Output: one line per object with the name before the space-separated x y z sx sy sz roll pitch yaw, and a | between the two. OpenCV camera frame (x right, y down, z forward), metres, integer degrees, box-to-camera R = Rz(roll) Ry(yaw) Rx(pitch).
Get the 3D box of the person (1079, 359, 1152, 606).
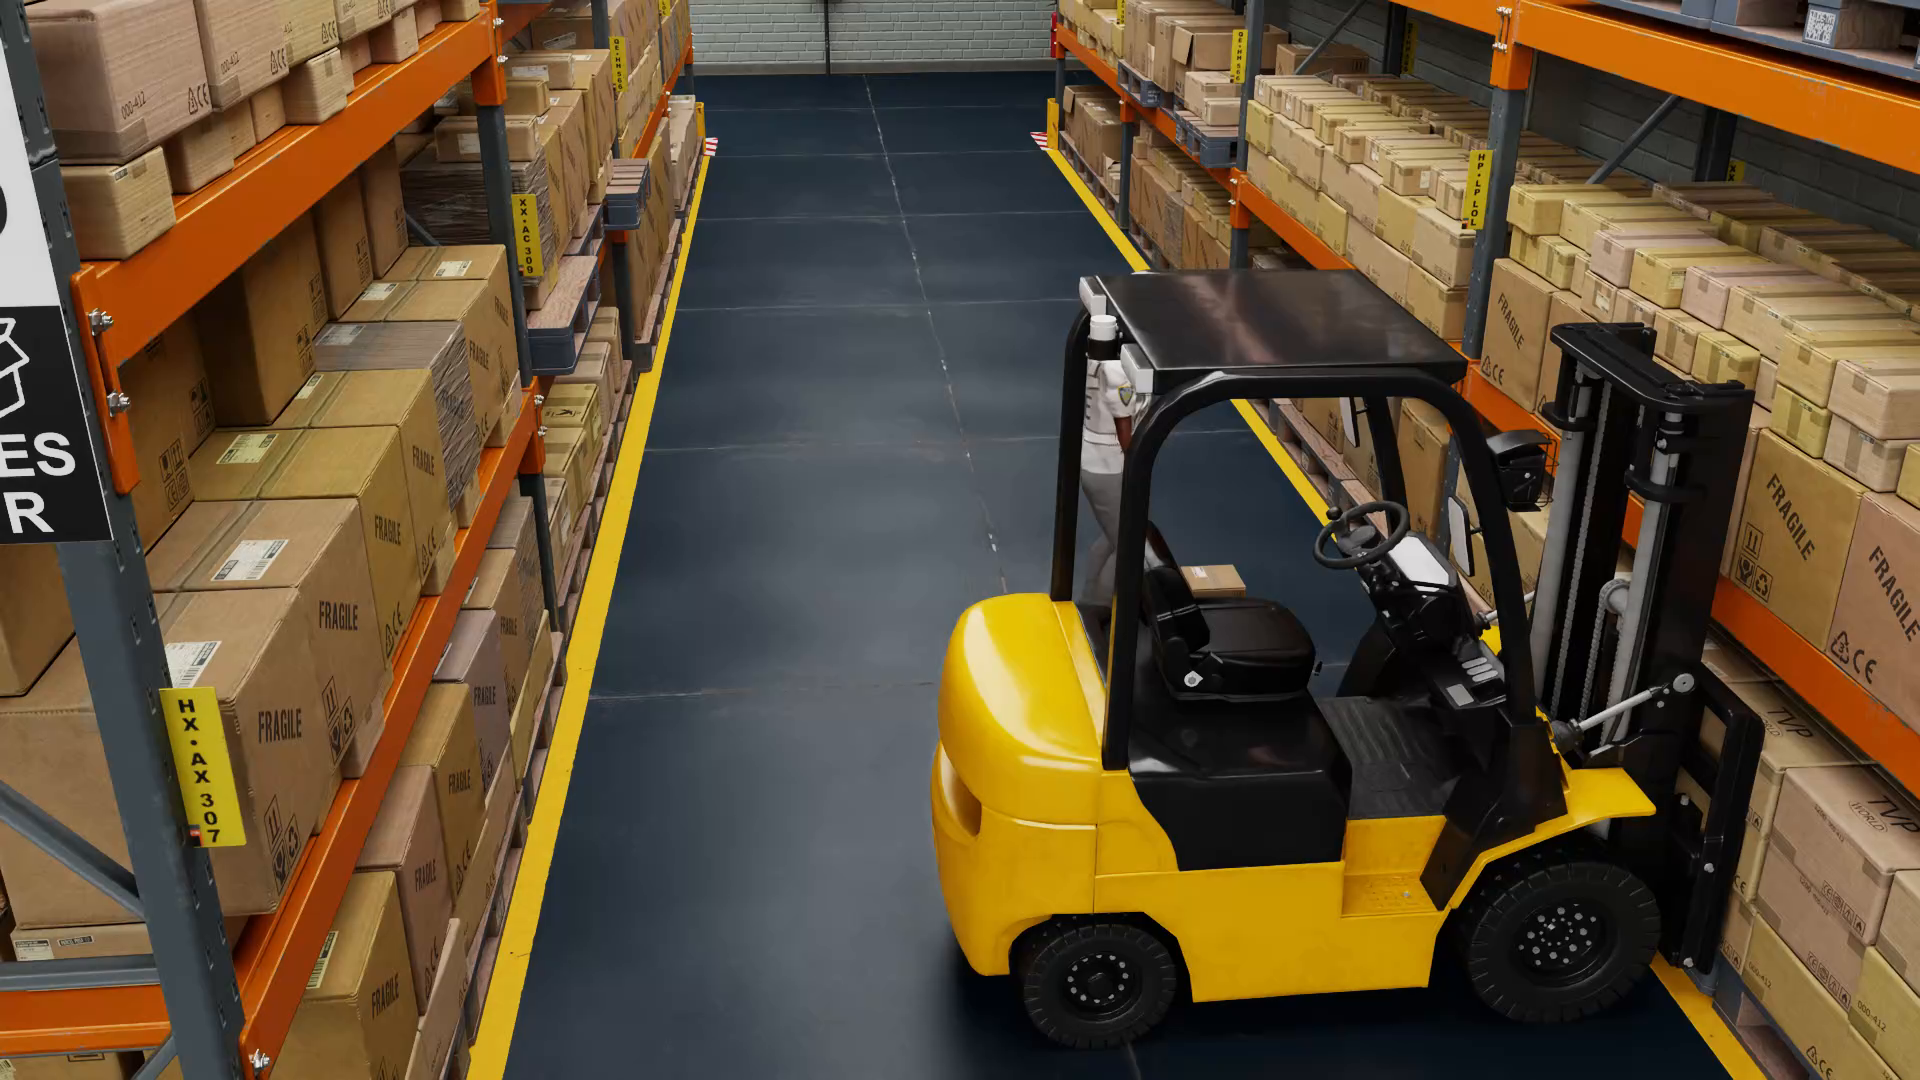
person | 0.697 -0.328 7.398 0.425 1.631 0.453 -2 24 -4
